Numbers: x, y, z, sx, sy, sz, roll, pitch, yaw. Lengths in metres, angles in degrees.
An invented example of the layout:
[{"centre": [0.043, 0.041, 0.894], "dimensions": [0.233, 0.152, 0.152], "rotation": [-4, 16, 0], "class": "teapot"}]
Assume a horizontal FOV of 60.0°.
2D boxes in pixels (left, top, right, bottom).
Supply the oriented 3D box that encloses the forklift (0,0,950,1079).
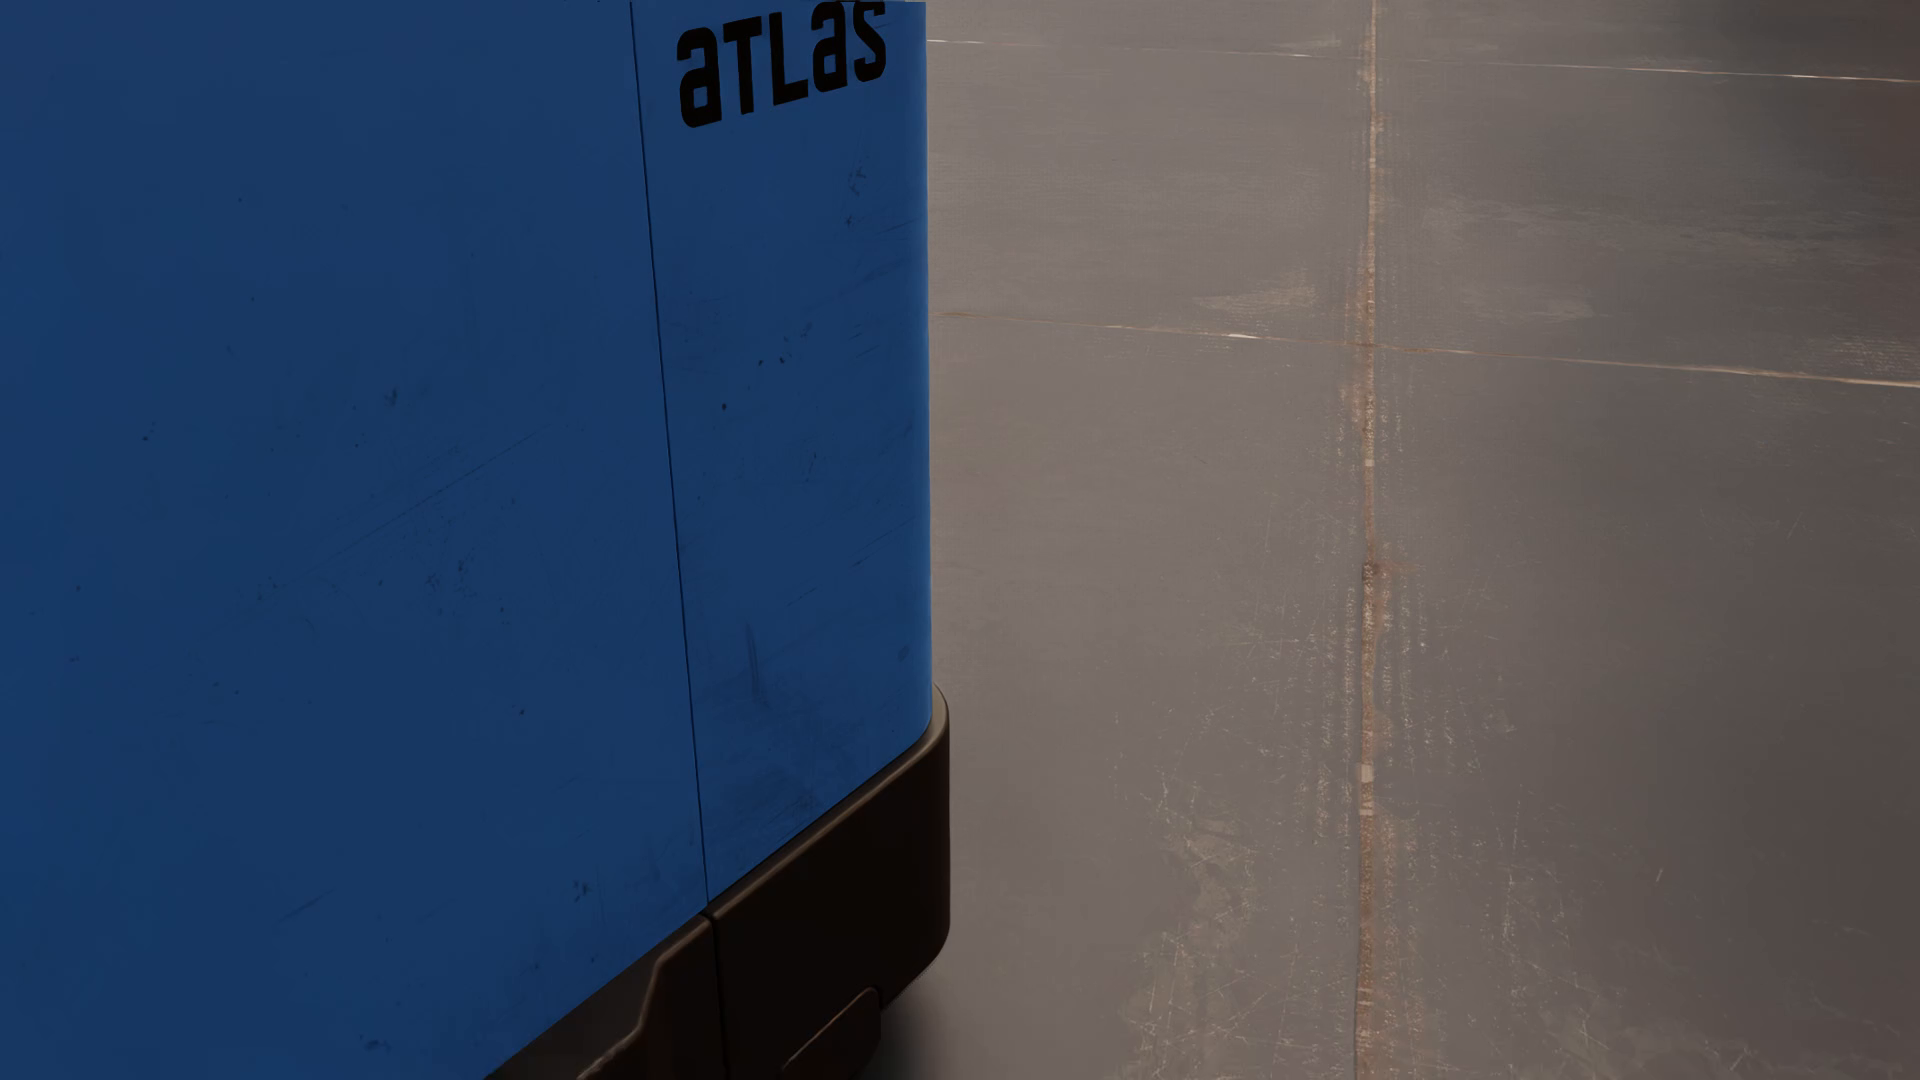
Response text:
[{"centre": [-1.265, -0.462, 0.162], "dimensions": [1.130, 2.935, 3.031], "rotation": [17, 32, 31], "class": "forklift"}]
